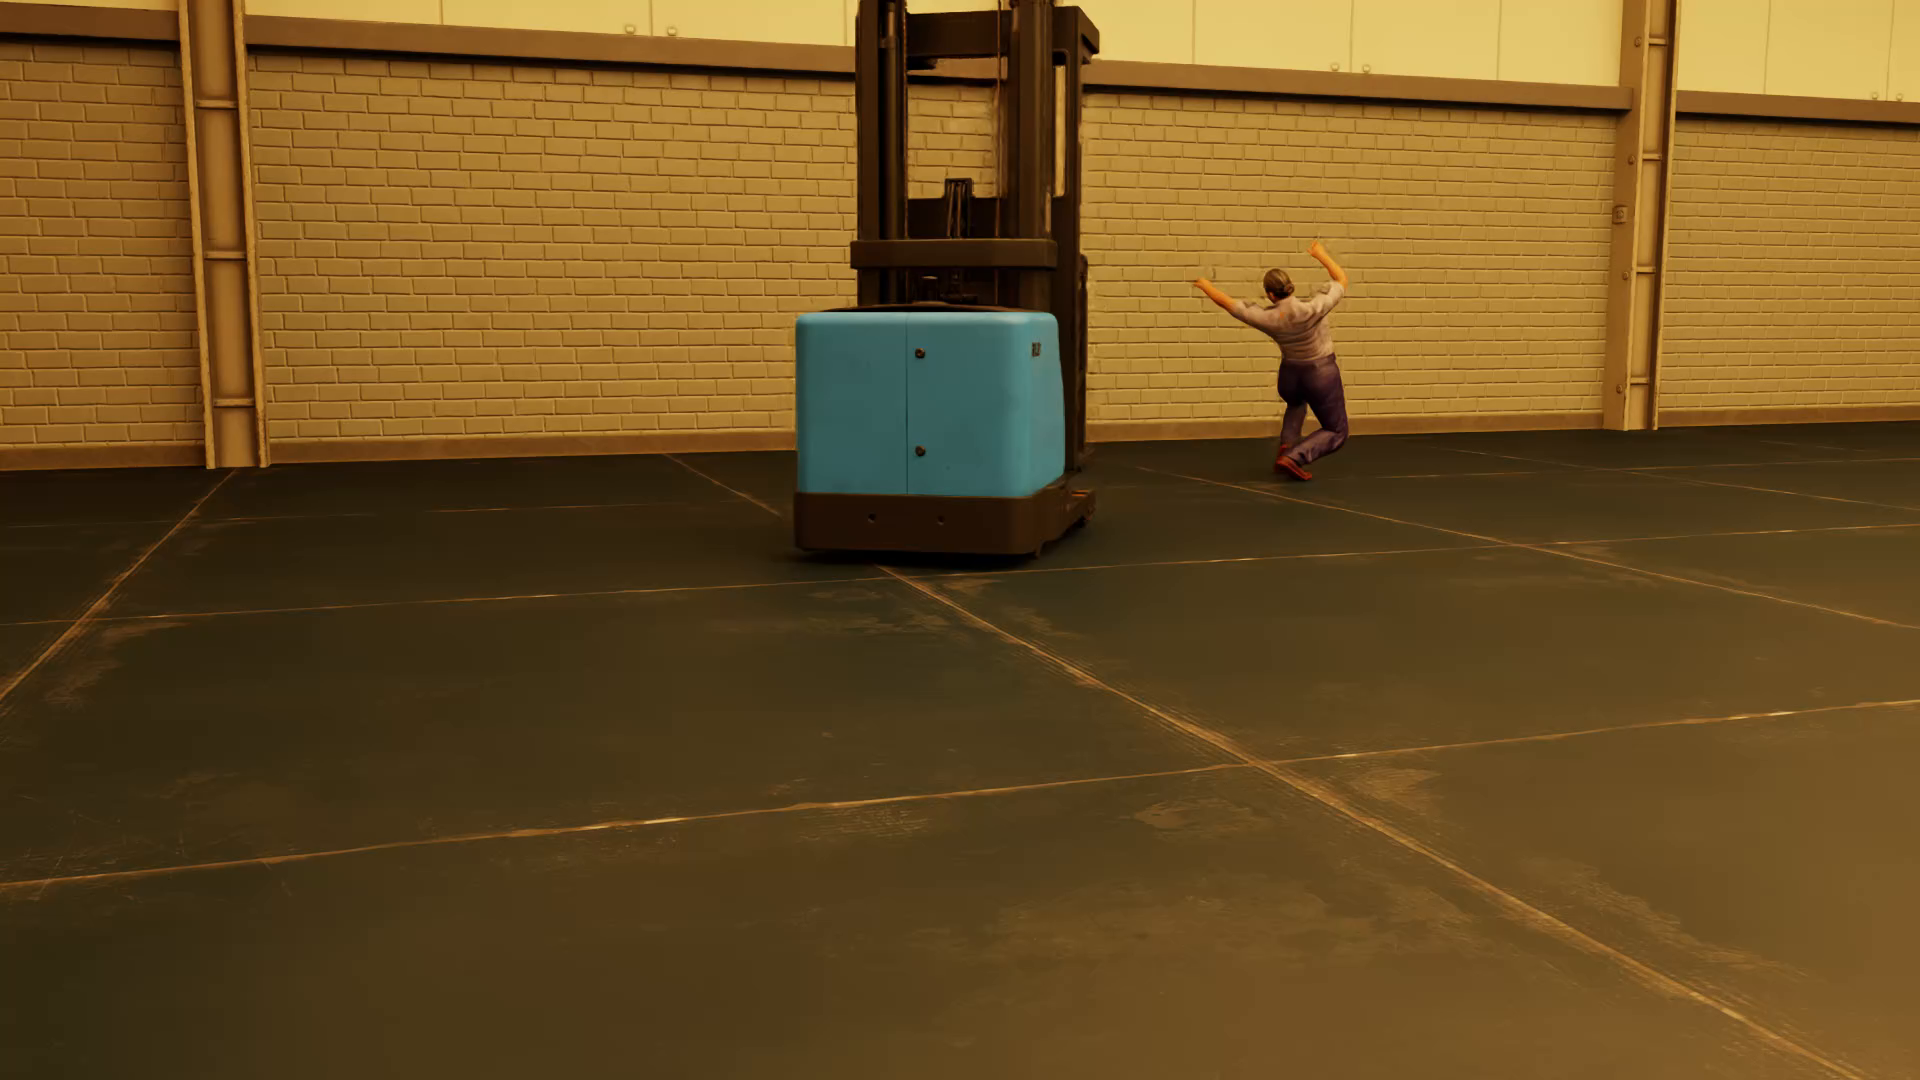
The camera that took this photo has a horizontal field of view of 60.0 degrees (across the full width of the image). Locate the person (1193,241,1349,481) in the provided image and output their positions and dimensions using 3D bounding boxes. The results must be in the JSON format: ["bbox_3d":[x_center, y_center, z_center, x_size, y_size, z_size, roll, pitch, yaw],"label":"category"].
[{"bbox_3d":[2.086,-1.174,10.974,1.026,1.569,0.776,7,10,41],"label":"person"}]

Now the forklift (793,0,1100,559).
[{"bbox_3d":[0.092,-1.531,8.303,1.130,2.935,3.031,2,8,12],"label":"forklift"}]
